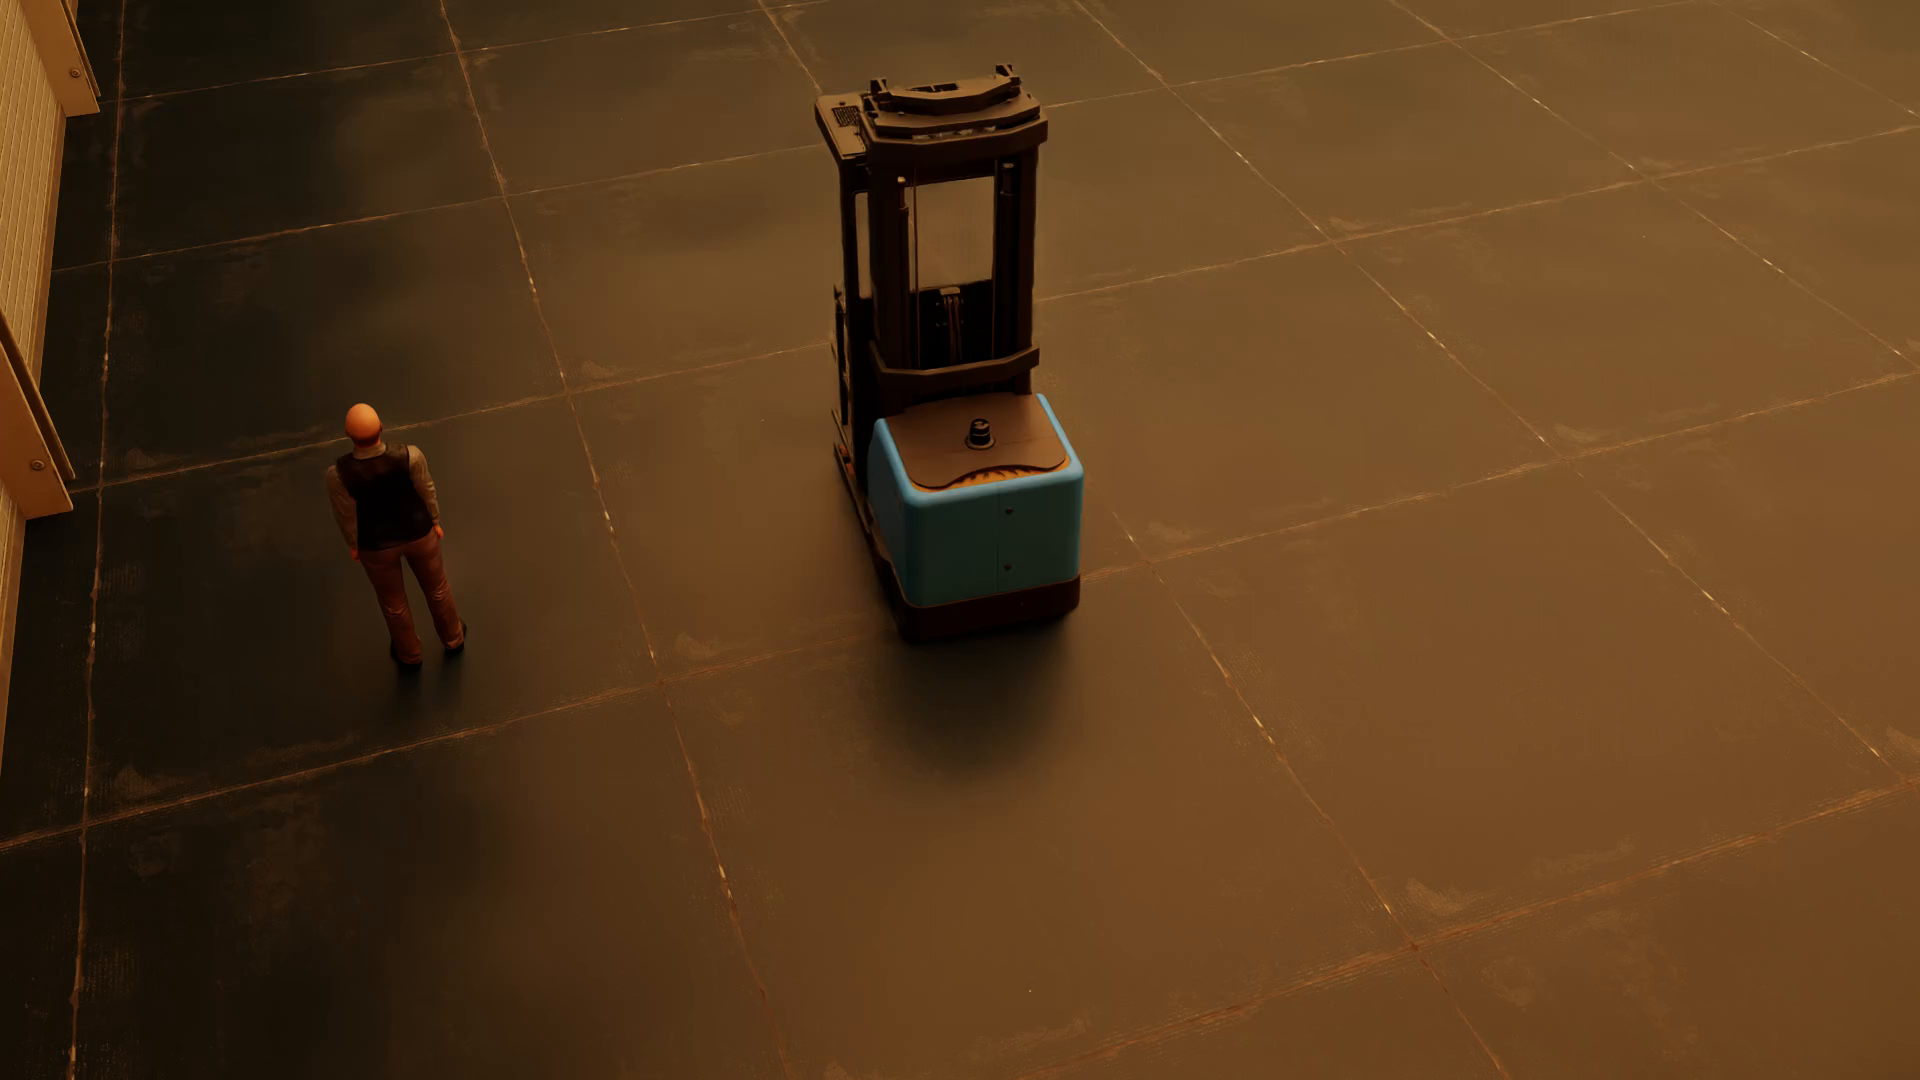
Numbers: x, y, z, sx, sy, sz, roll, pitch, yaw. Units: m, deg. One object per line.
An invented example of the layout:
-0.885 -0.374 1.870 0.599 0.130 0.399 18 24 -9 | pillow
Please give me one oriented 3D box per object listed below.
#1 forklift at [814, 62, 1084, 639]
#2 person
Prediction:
-0.187 -1.514 9.799 1.130 2.935 3.031 -10 41 -12 | forklift
-3.052 -0.024 8.967 0.526 1.725 0.368 -19 43 -21 | person
